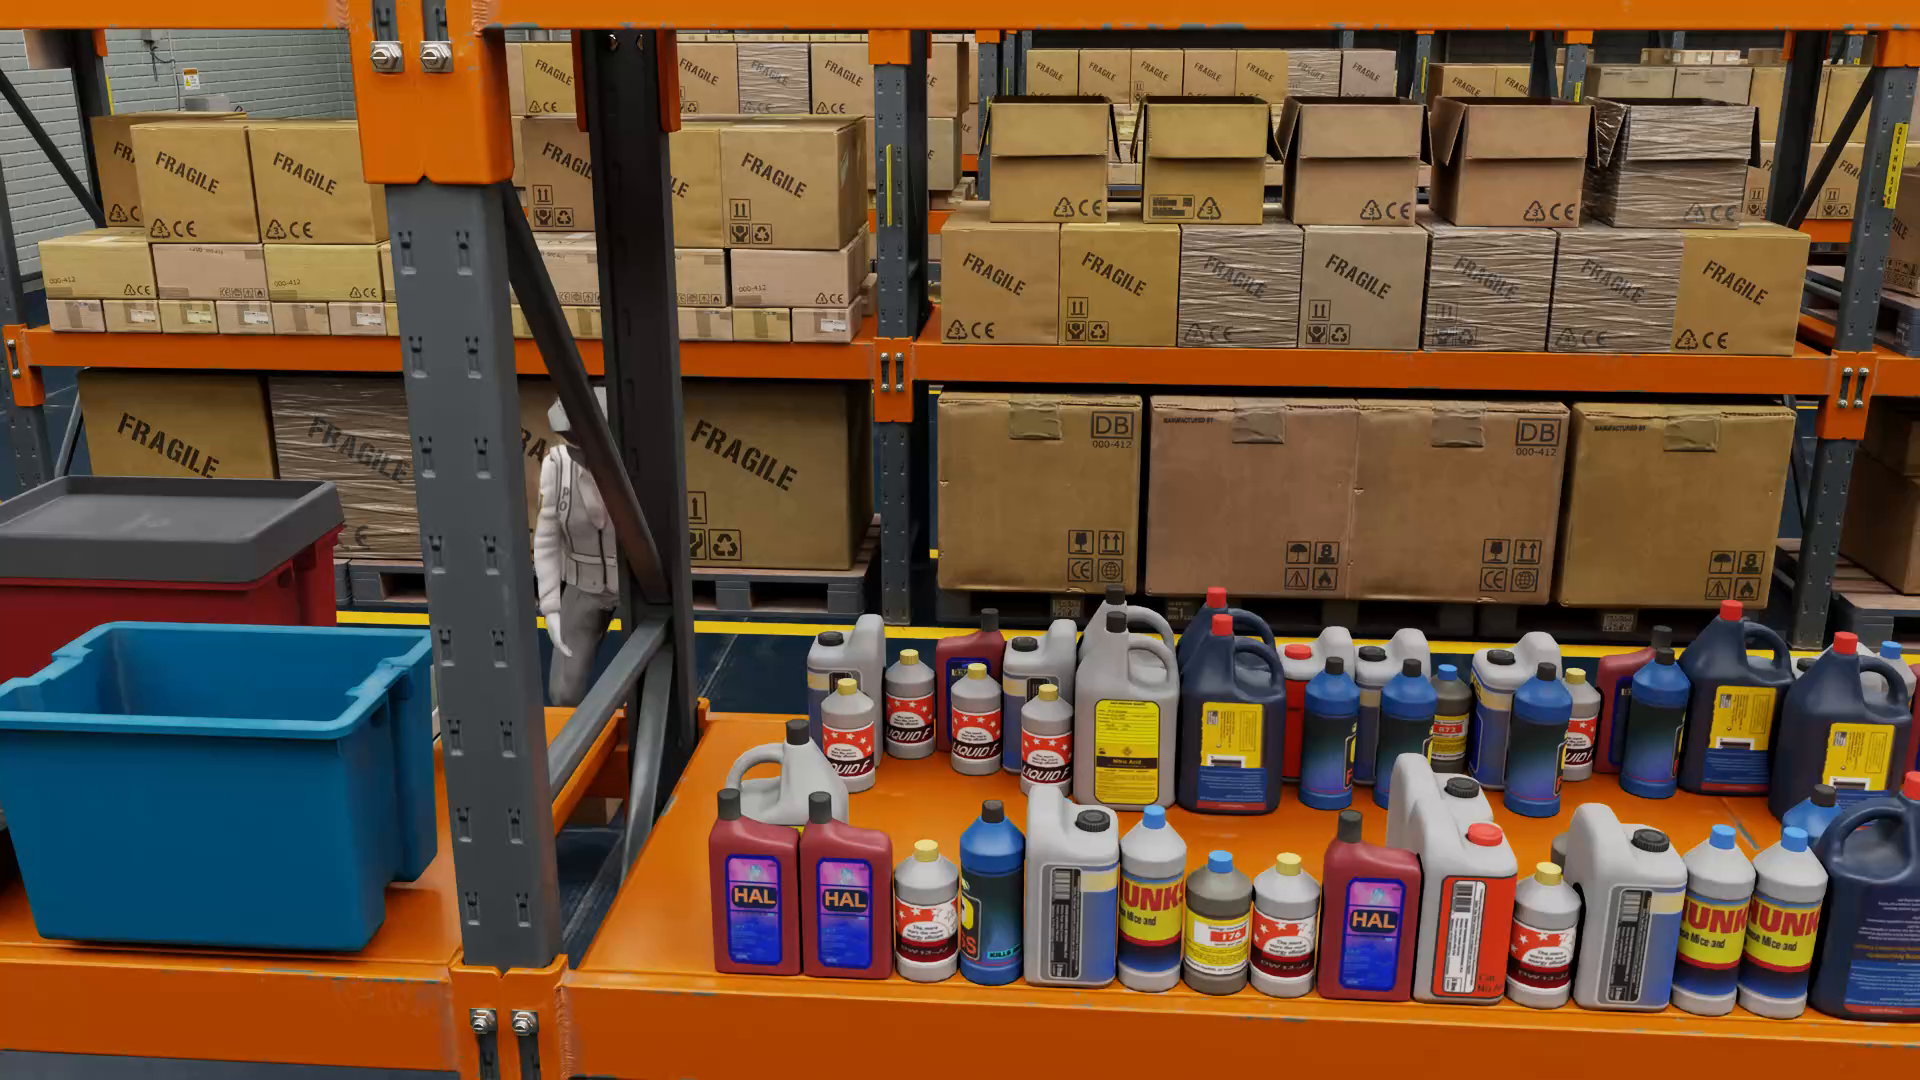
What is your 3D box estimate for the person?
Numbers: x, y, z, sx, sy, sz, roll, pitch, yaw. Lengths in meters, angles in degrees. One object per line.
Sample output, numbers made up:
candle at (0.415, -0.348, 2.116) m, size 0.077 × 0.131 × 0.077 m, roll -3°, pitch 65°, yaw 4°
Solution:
person at (-1.169, 0.210, 5.645) m, size 0.526 × 1.522 × 0.591 m, roll 1°, pitch 18°, yaw 5°
